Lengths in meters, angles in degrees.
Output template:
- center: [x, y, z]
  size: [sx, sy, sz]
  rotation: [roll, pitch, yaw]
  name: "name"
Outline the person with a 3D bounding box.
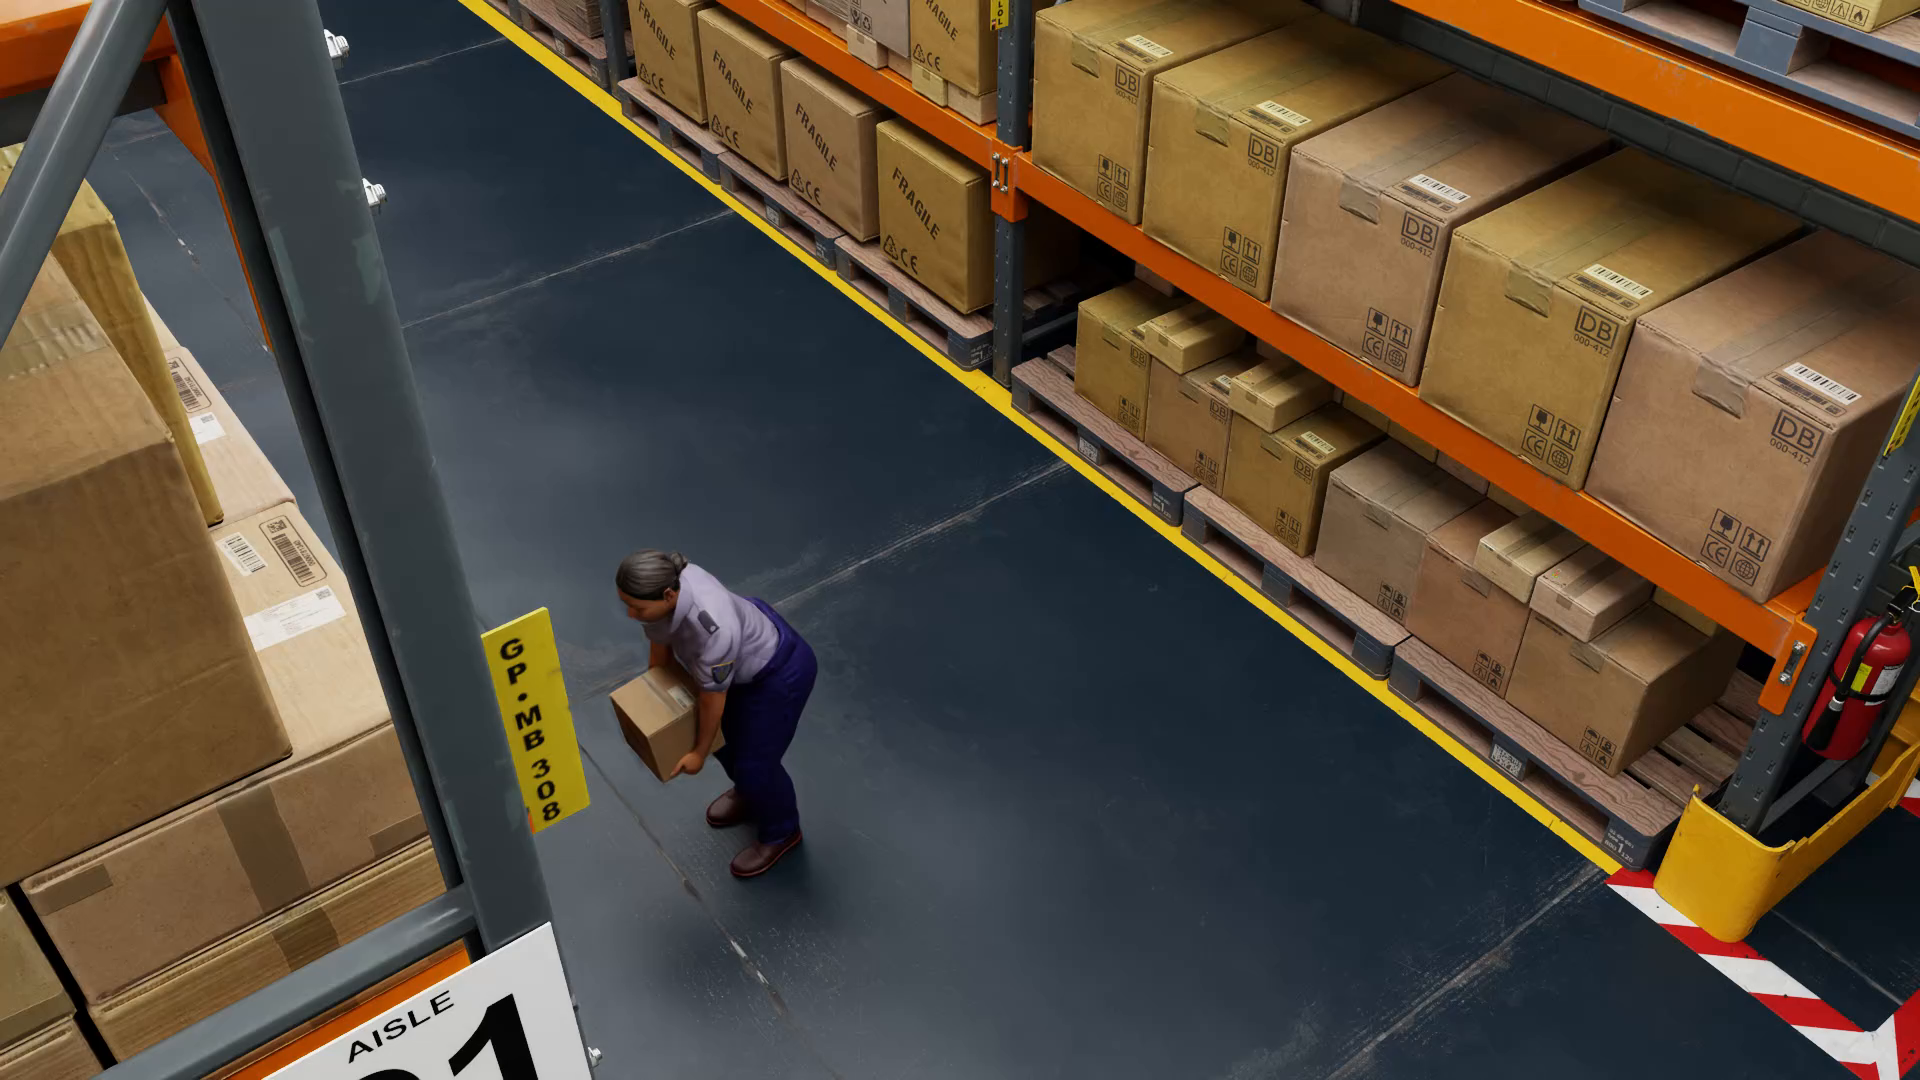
- center: [-0.805, 0.527, 5.654]
  size: [0.633, 1.525, 0.446]
  rotation: [-27, 48, -28]
  name: "person"
